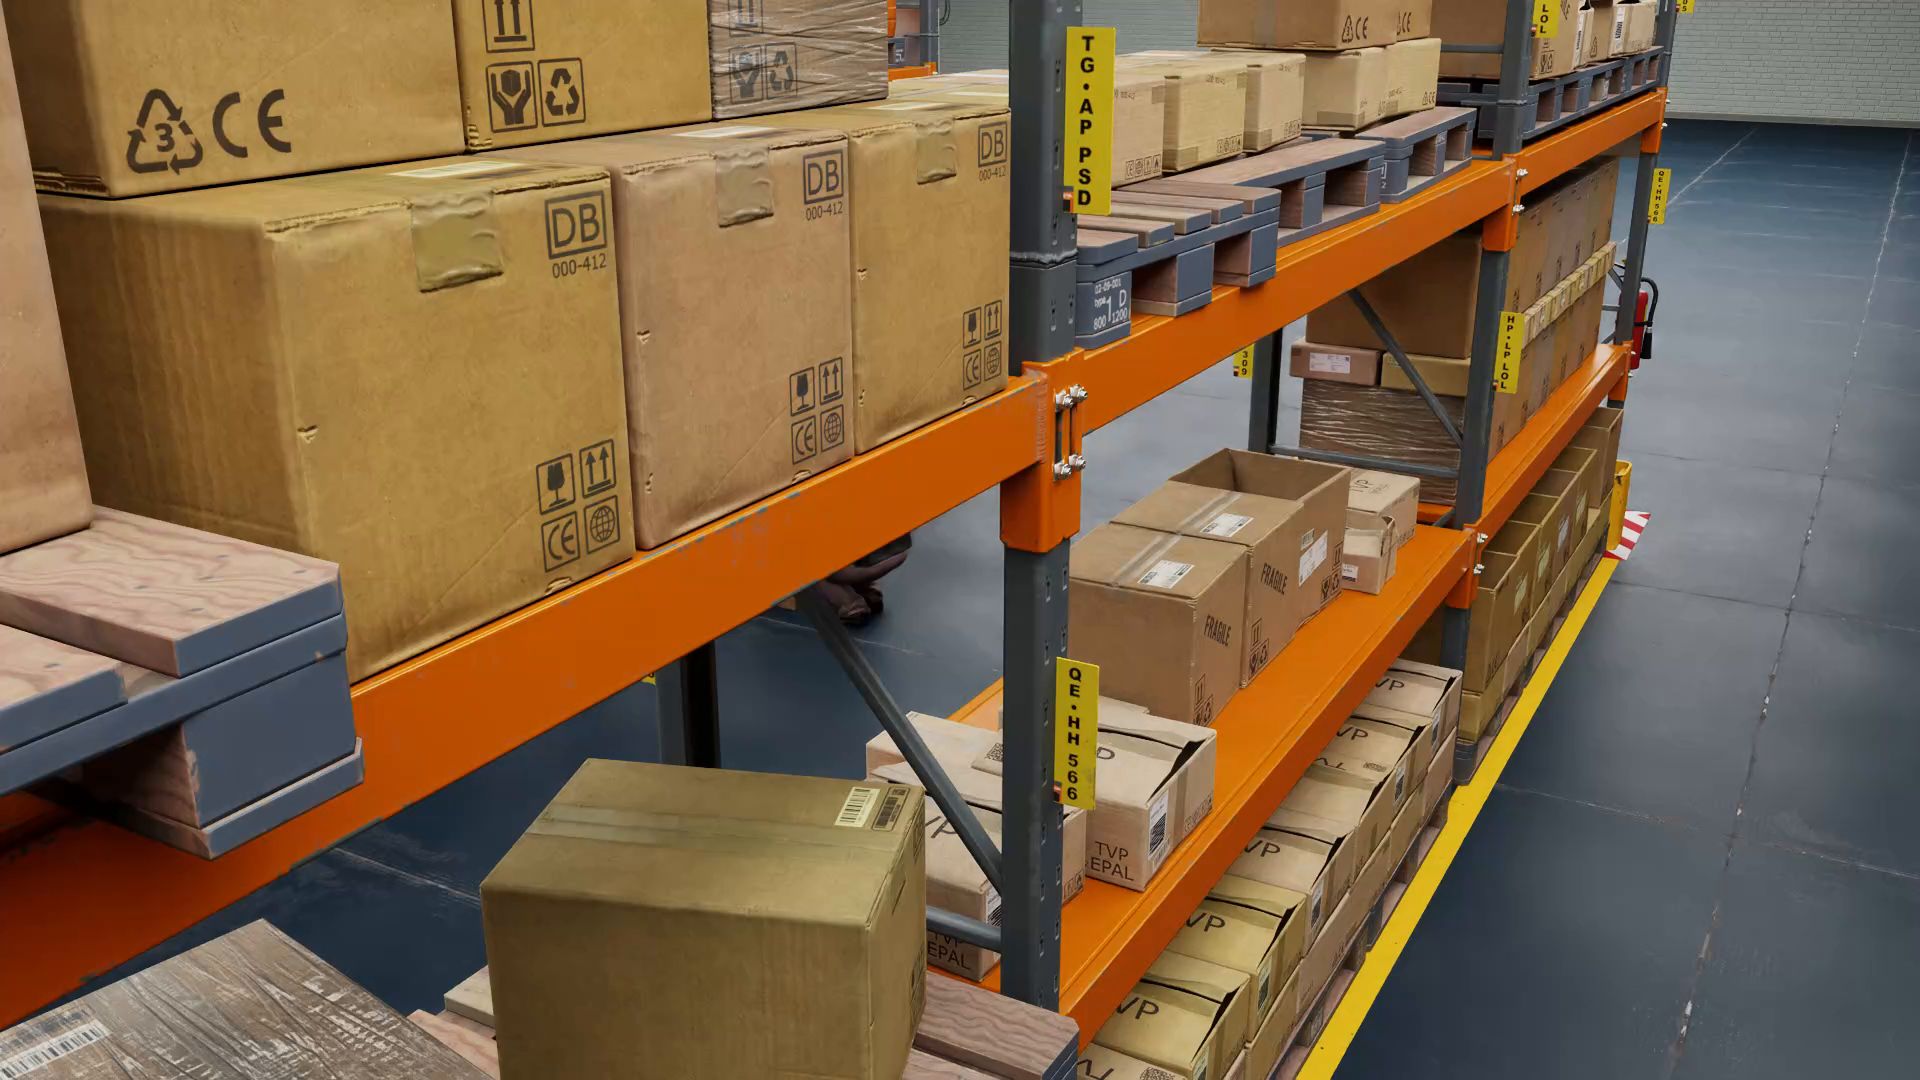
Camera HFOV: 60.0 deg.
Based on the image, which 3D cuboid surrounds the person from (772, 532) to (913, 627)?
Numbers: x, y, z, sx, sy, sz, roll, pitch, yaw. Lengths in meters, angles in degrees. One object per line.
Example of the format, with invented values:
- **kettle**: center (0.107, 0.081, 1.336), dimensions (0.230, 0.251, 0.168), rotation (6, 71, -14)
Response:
- **person**: center (-0.725, 0.068, 9.434), dimensions (0.897, 0.830, 0.520), rotation (10, 22, 27)
